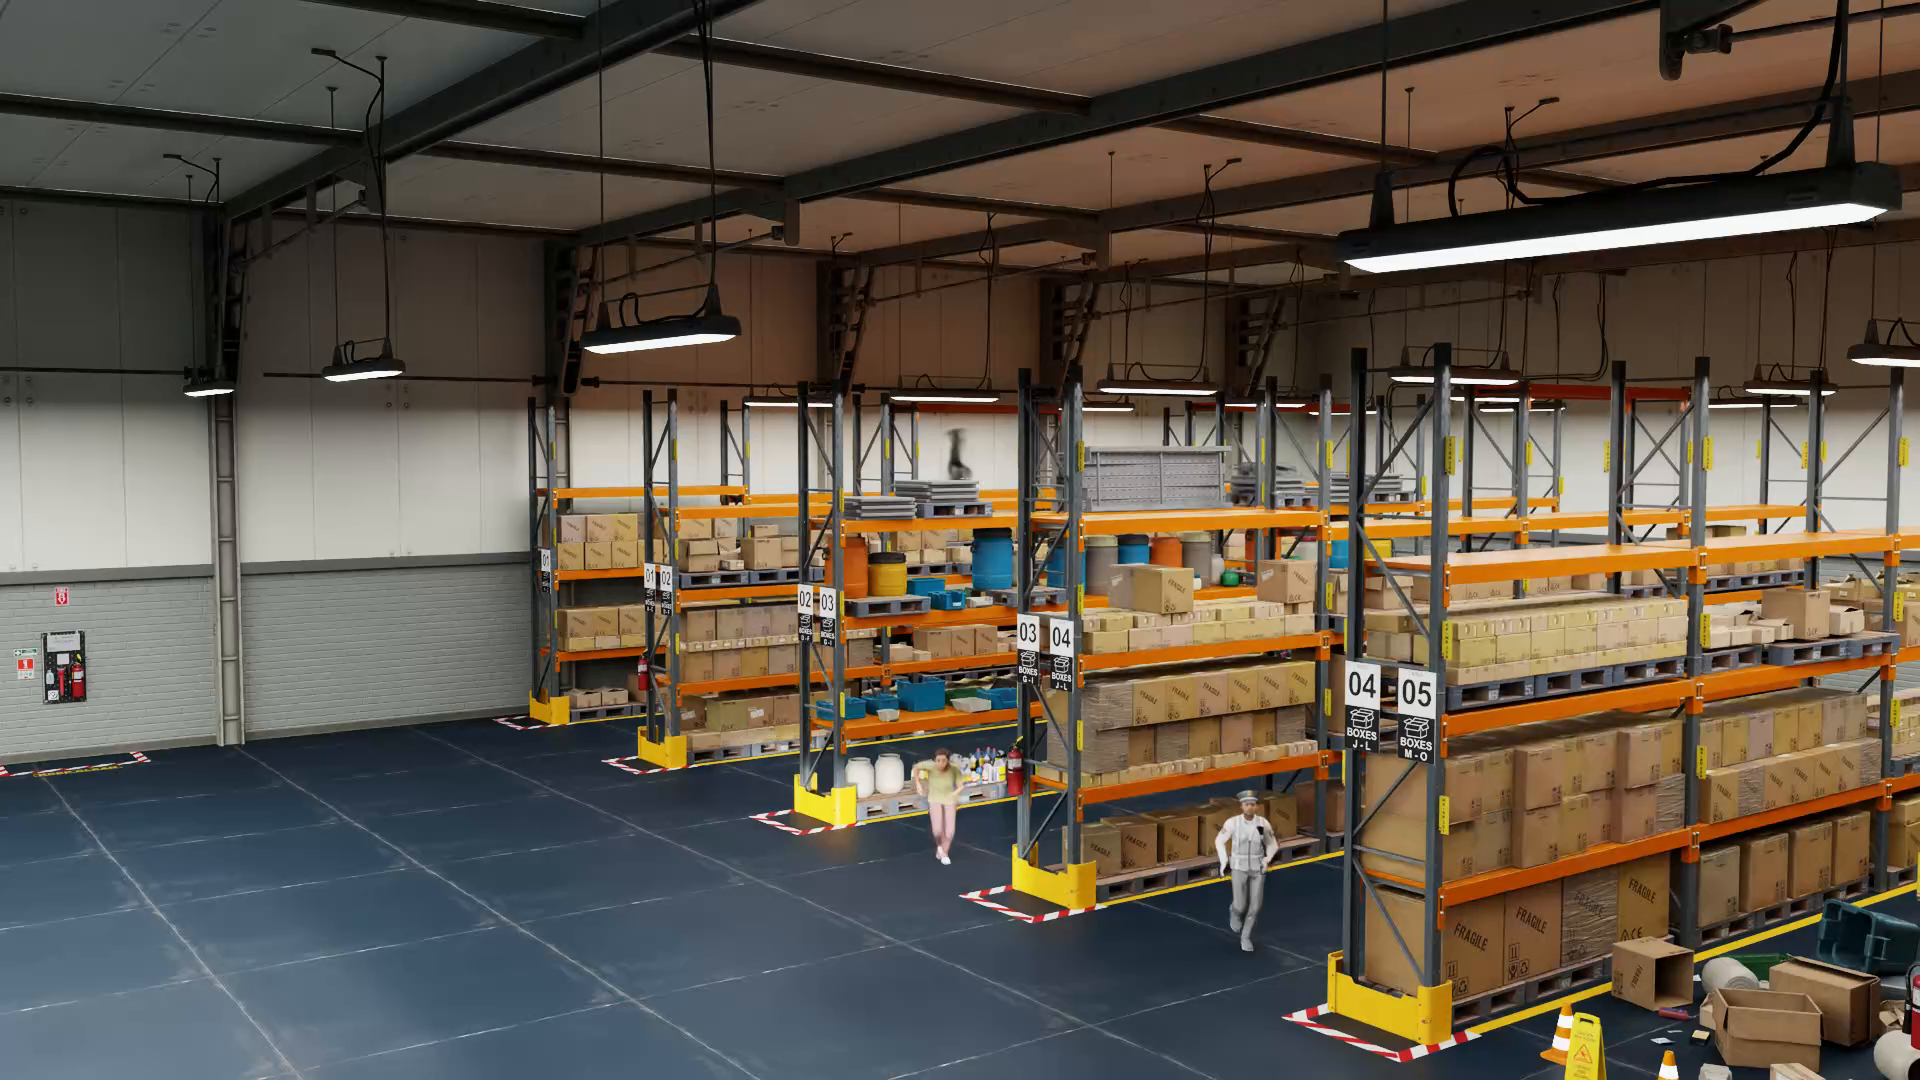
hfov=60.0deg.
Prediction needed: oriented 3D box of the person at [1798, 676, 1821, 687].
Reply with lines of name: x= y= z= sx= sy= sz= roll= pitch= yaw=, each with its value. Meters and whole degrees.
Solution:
person: x=14.687 y=2.633 z=28.971 sx=0.586 sy=1.634 sz=0.576 roll=-1 pitch=4 yaw=-23

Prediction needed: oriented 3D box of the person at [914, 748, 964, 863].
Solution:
person: x=-0.256 y=3.223 z=20.178 sx=0.607 sy=1.504 sz=0.810 roll=0 pitch=3 yaw=-1

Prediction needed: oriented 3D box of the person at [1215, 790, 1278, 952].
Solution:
person: x=2.927 y=3.347 z=16.942 sx=0.629 sy=1.648 sz=0.569 roll=0 pitch=3 yaw=2
